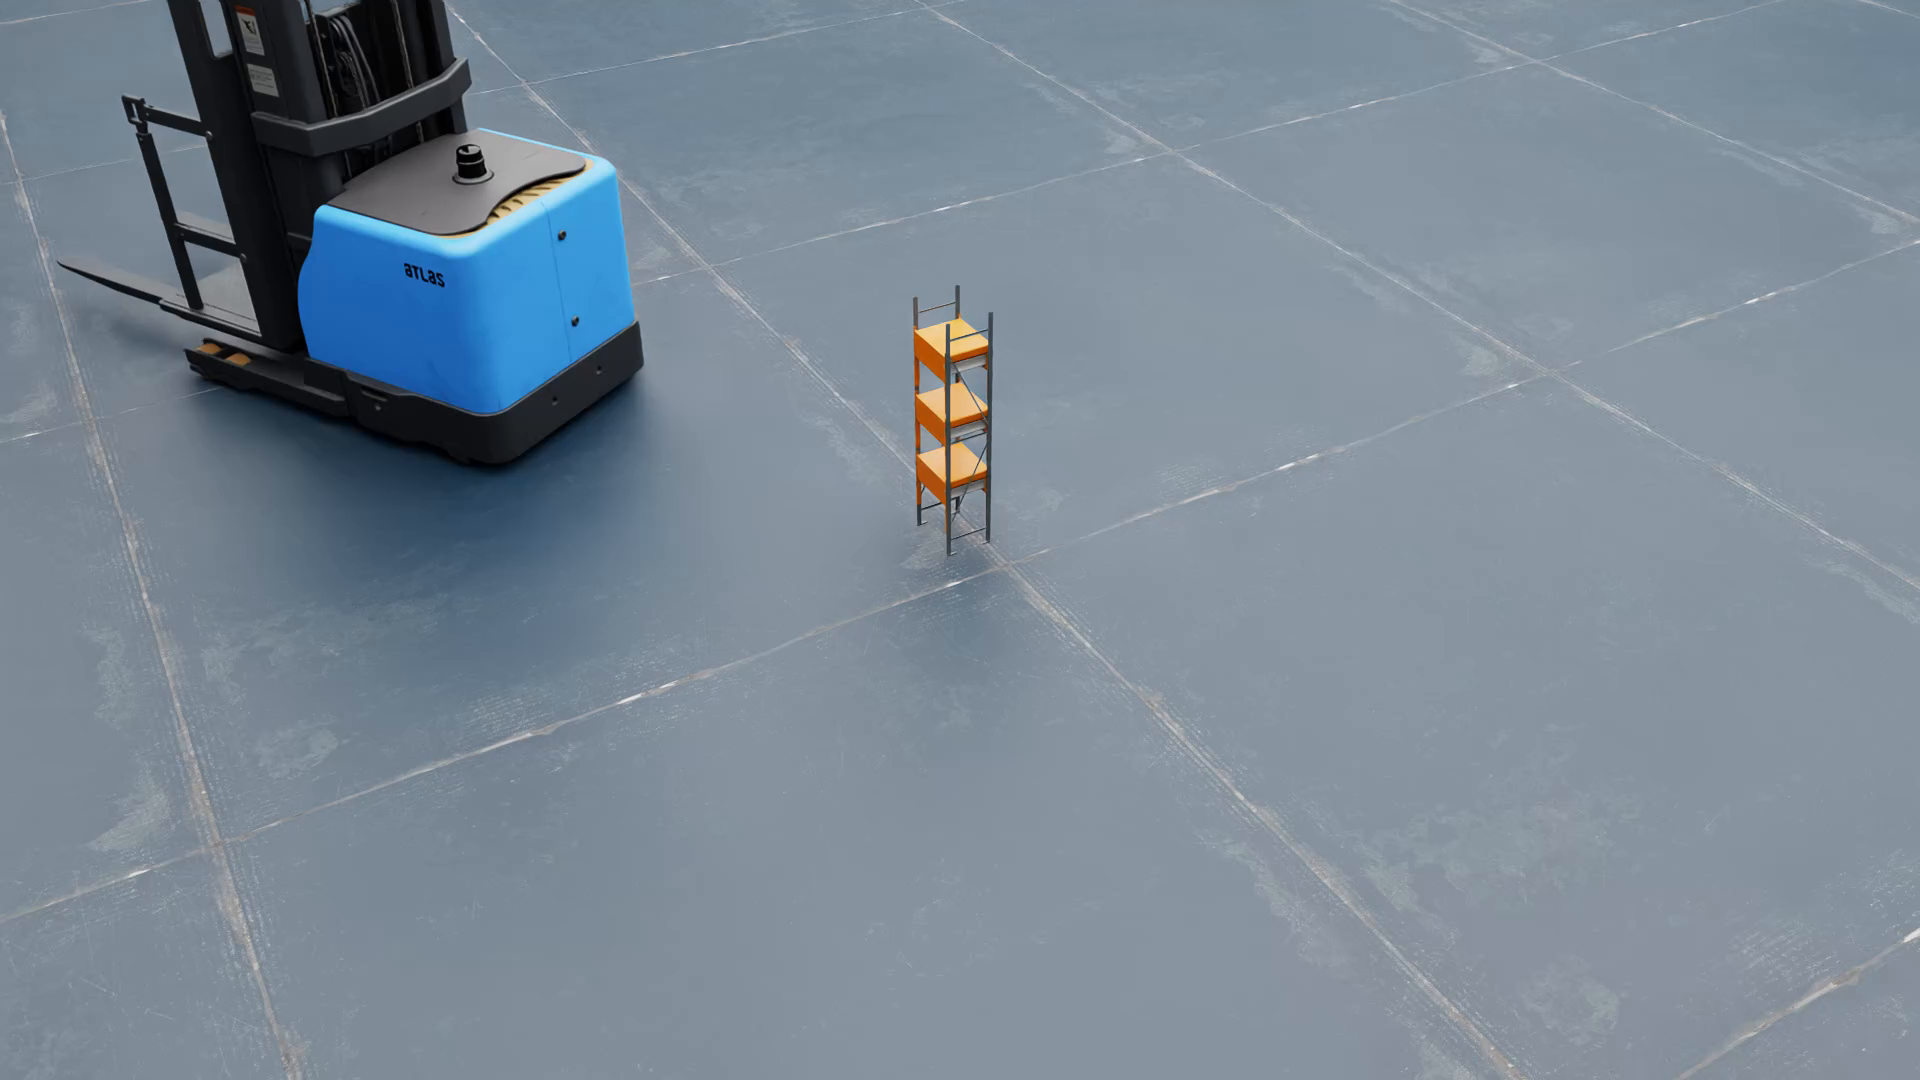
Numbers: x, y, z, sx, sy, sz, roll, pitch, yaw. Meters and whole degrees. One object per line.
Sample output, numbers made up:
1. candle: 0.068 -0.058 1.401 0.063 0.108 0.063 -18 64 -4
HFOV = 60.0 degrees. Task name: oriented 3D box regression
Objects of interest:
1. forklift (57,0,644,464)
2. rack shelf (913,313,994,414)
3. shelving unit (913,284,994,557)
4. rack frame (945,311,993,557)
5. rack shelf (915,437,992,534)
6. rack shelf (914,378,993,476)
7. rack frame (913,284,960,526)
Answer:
1. forklift: -3.012 -2.131 7.183 3.031 2.935 1.130 18 40 23
2. rack shelf: -0.027 -0.672 6.317 0.215 0.259 0.240 -19 40 -24
3. shelving unit: -0.027 -0.451 6.478 0.215 1.050 0.252 -19 40 -24
4. rack frame: 0.034 -0.389 6.393 0.200 1.050 0.008 -19 40 -24
5. rack shelf: -0.027 -0.218 6.648 0.215 0.259 0.240 -19 40 -24
6. rack shelf: -0.027 -0.443 6.484 0.215 0.259 0.240 -19 40 -24
7. rack frame: -0.088 -0.513 6.563 0.200 1.050 0.008 -19 40 -24
